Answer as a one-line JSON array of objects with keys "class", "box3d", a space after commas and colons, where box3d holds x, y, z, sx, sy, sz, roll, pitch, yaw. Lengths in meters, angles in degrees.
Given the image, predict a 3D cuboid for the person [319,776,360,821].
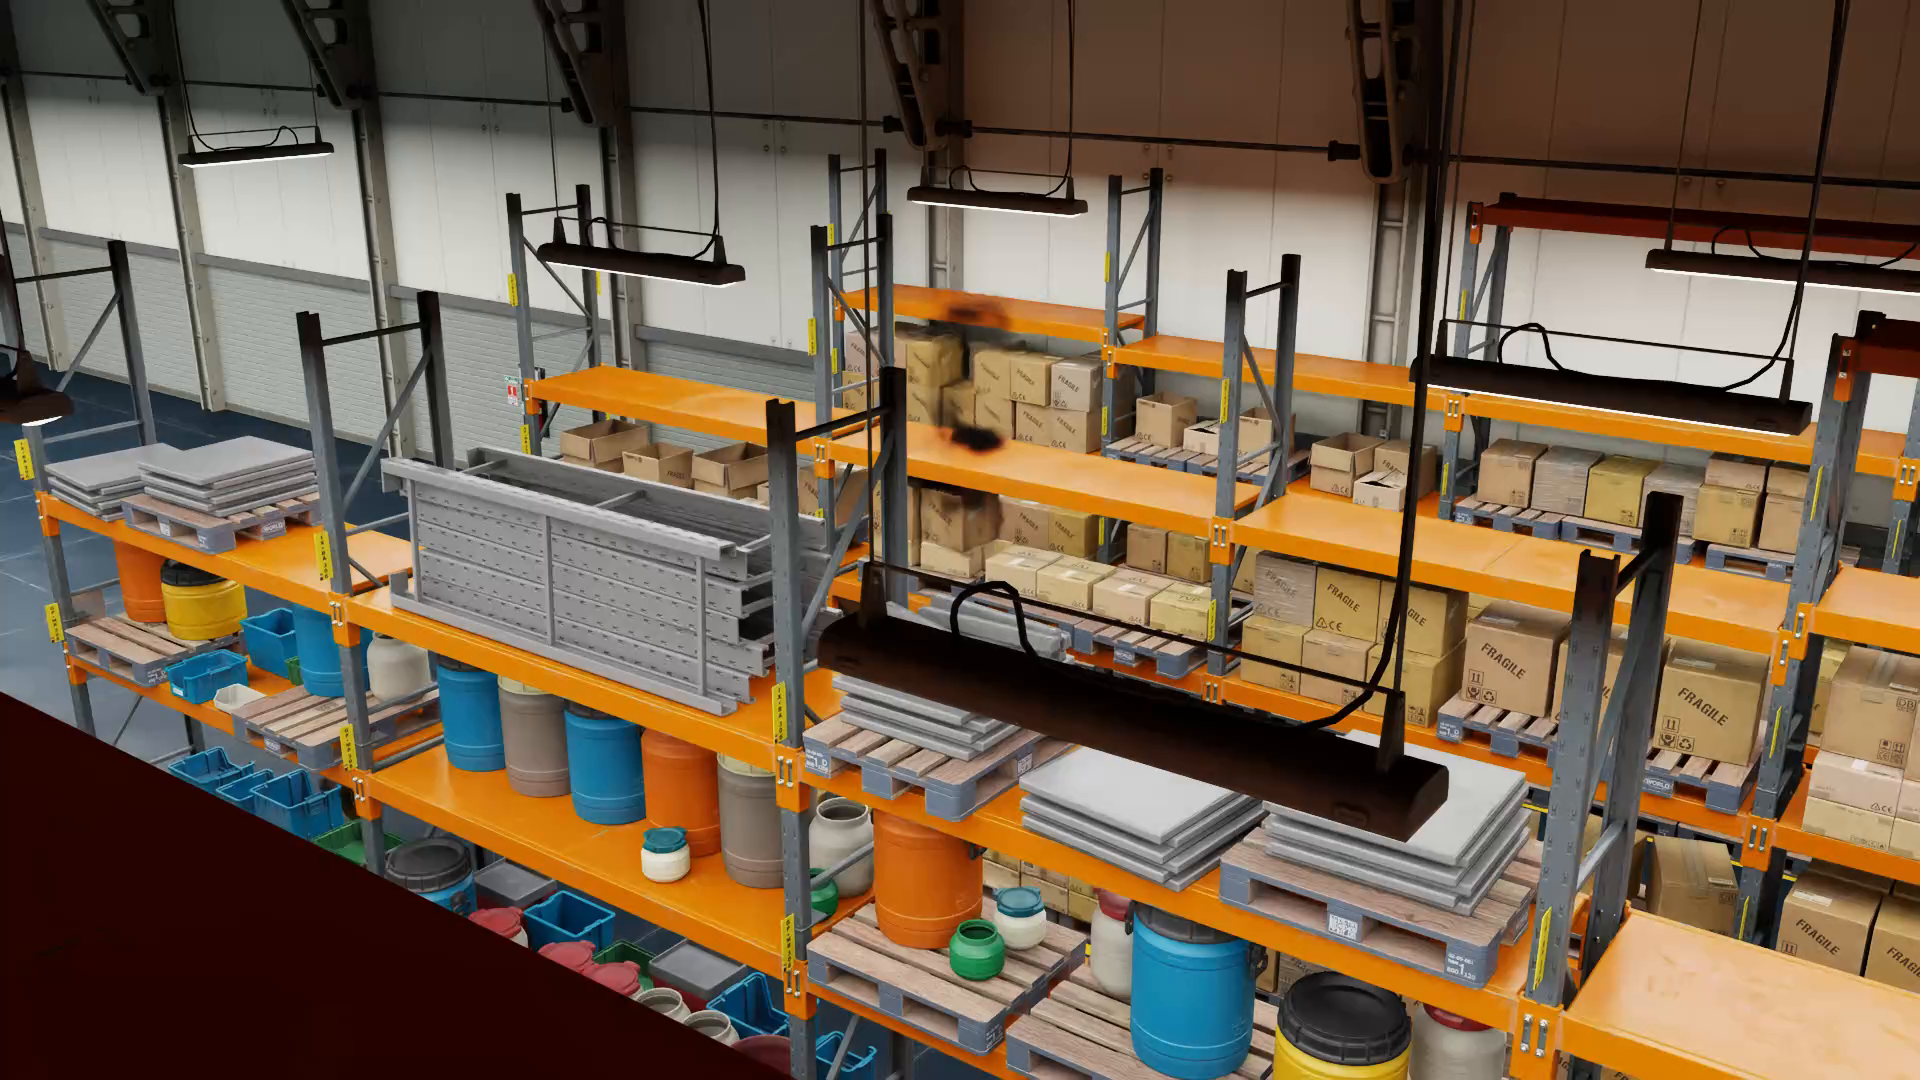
[{"class": "person", "box3d": [-5.990, 2.125, 16.052, 0.670, 1.710, 0.701, -5, 19, -13]}]
